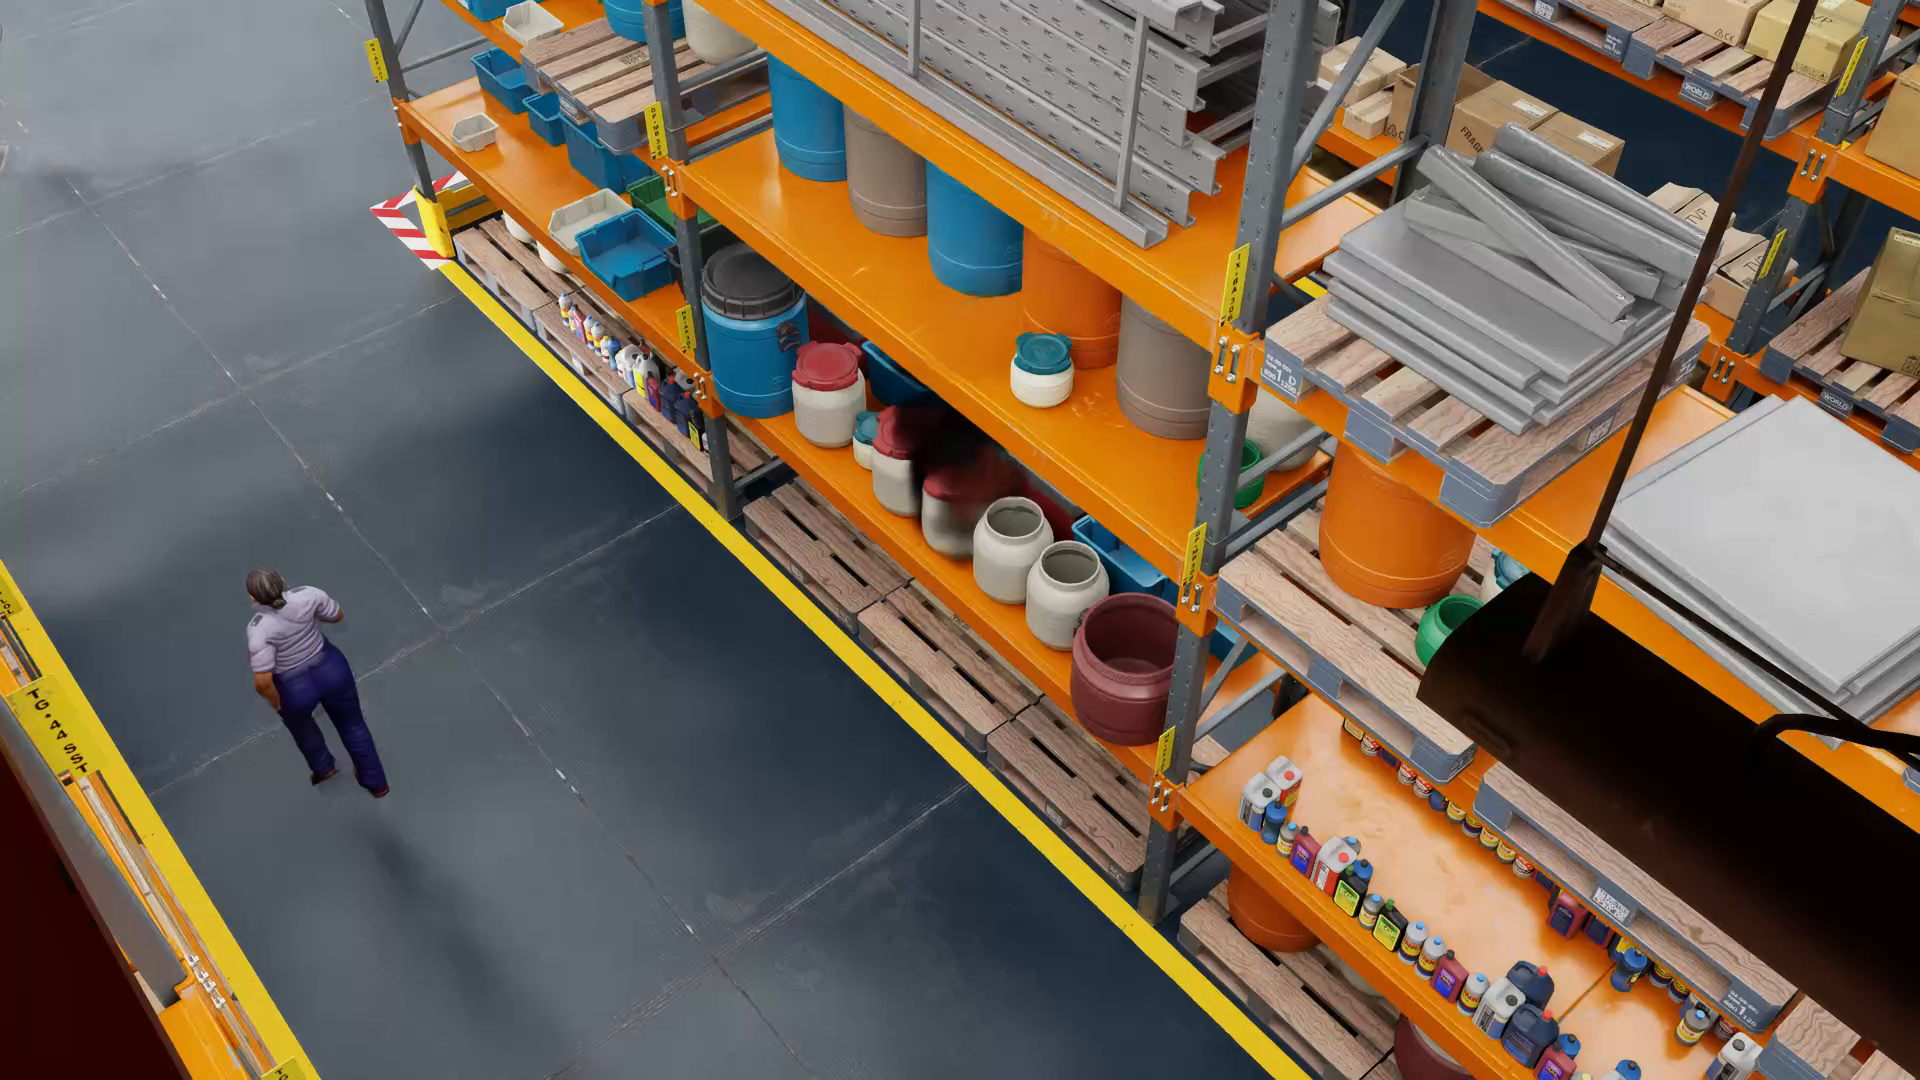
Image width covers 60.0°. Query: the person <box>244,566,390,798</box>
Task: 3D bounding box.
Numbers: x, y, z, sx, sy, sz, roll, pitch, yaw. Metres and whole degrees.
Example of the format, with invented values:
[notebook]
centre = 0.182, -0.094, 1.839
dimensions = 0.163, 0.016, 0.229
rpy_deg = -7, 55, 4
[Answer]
[person]
centre = -3.432, 0.762, 8.792
dimensions = 0.592, 1.768, 0.707
rpy_deg = -34, 55, -28
